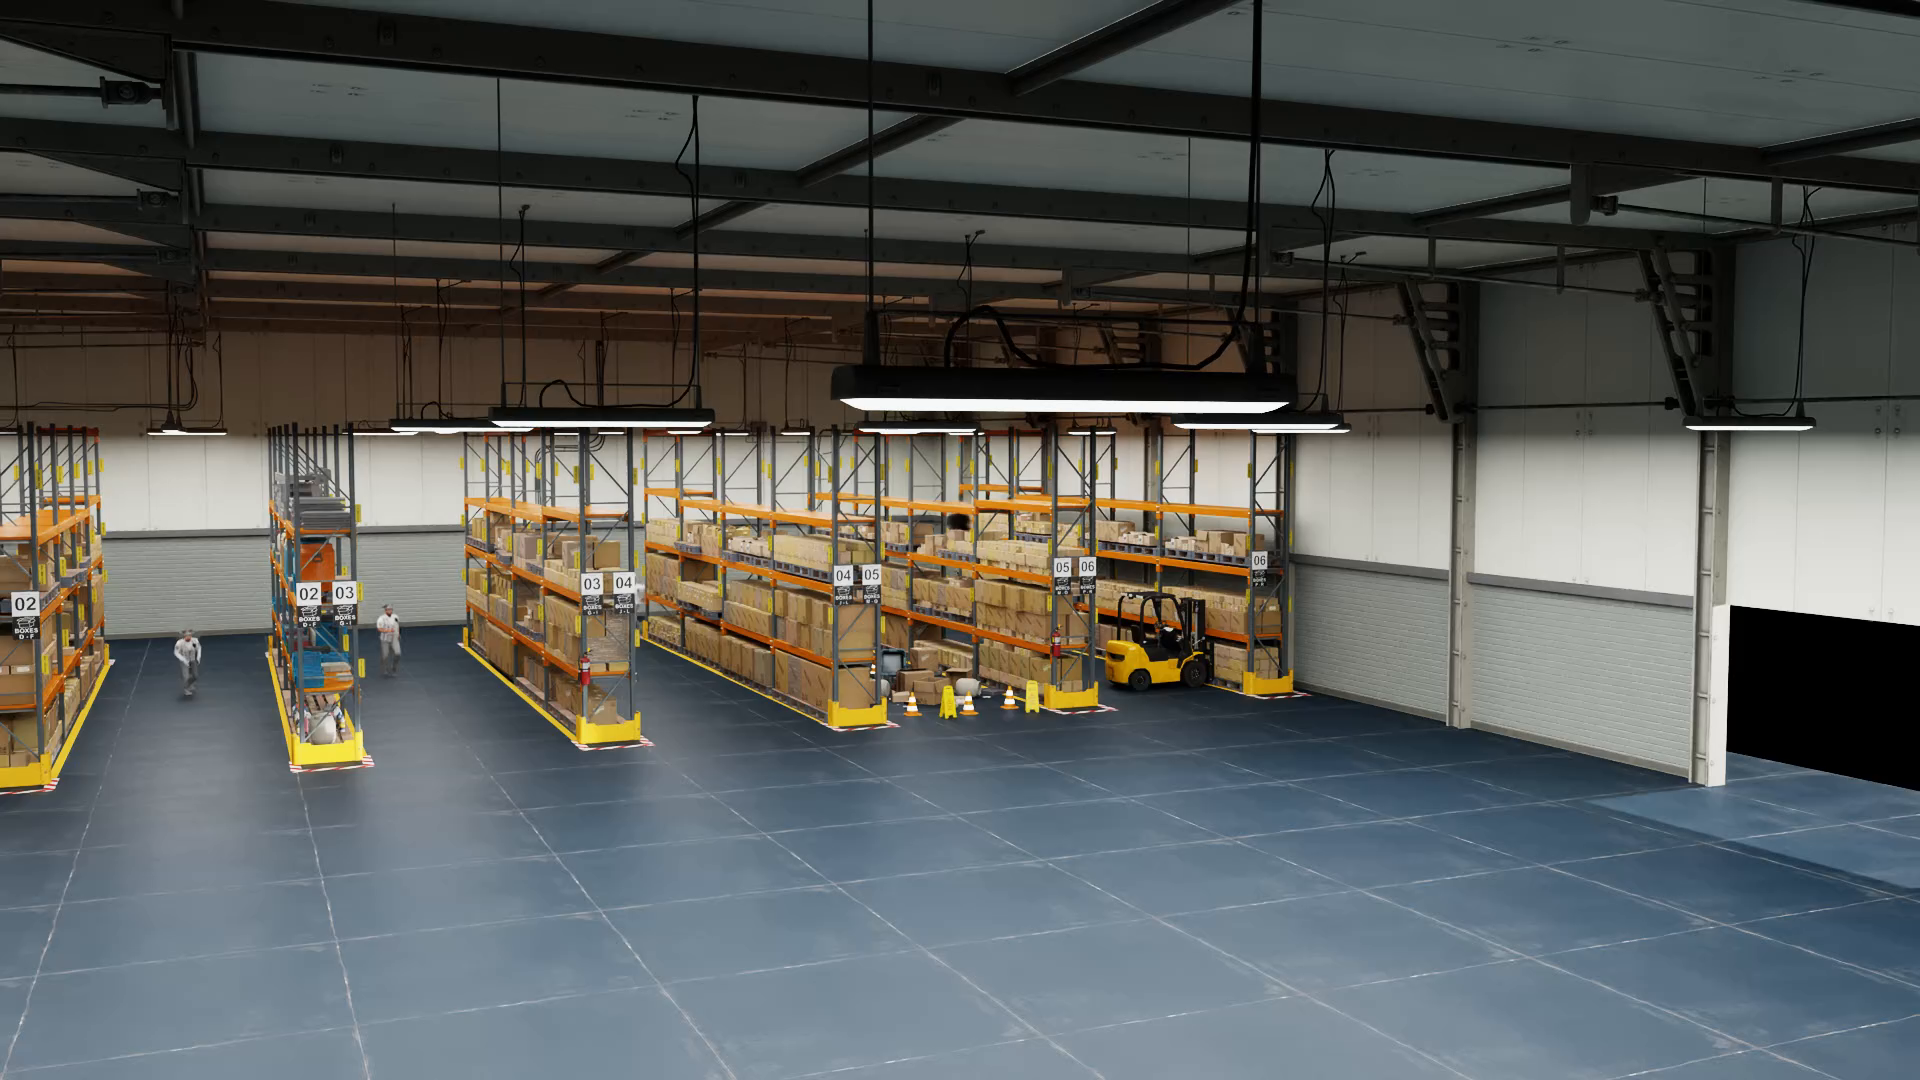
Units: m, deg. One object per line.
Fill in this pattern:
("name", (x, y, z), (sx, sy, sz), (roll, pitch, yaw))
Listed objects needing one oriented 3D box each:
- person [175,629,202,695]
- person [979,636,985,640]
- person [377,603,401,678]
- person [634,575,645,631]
("person", (-17.203, 2.705, 37.026), (0.581, 1.510, 0.816), (-3, 5, -44))
("person", (0.784, 1.972, 46.875), (0.864, 1.750, 0.622), (3, 5, 40))
("person", (-13.670, 2.417, 39.845), (0.620, 1.817, 0.832), (-3, 5, -40))
("person", (-9.560, 1.891, 48.488), (0.776, 1.783, 0.851), (2, 4, 26))
